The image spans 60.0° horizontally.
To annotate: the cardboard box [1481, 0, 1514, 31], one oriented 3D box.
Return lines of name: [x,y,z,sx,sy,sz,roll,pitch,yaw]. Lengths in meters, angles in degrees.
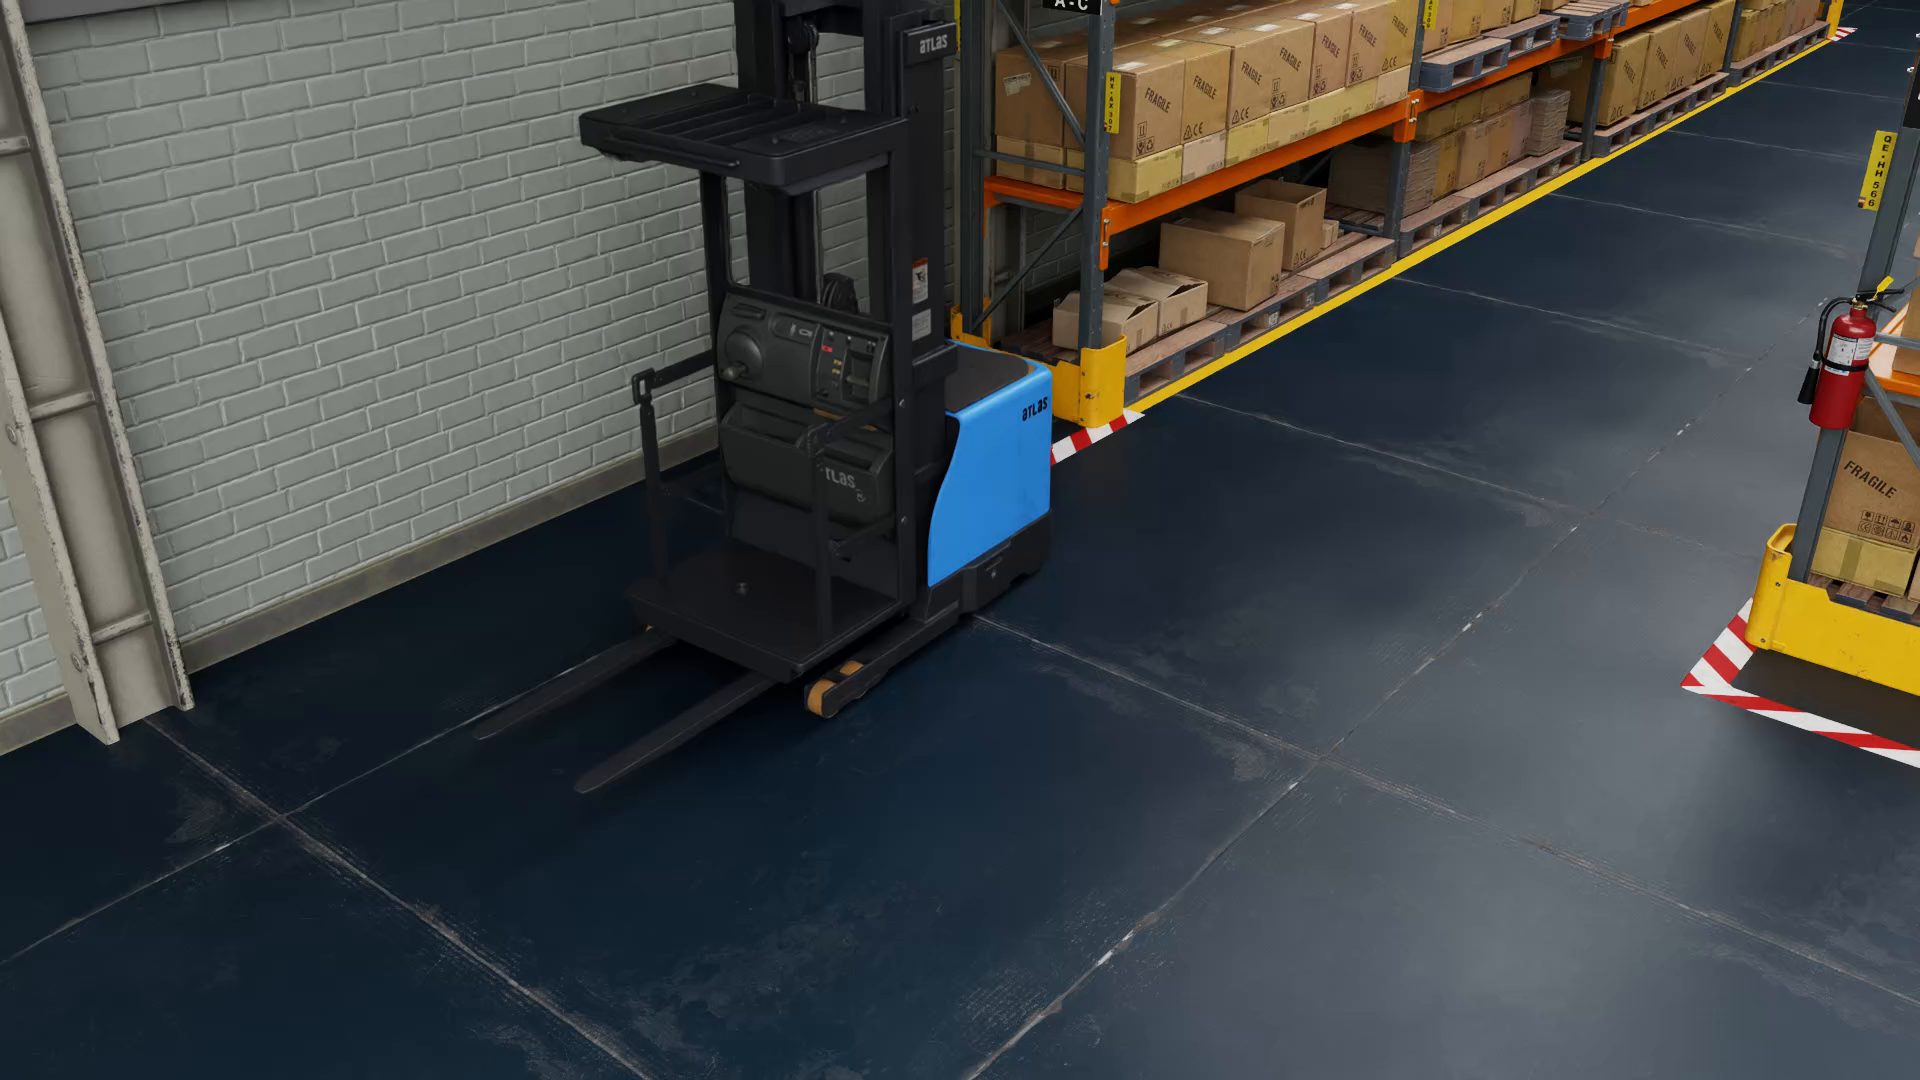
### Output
cardboard box: [4.074,-4.469,13.536,0.500,0.500,0.700,-23,35,-37]

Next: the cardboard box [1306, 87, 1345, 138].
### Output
cardboard box: [2.270,-2.948,11.326,0.500,0.250,0.500,21,34,34]

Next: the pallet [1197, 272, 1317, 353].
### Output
pallet: [1.793,-1.698,11.803,1.003,0.211,1.213,21,34,34]

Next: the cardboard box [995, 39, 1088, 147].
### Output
cardboard box: [0.560,-2.706,10.042,0.500,0.500,0.500,20,34,34]

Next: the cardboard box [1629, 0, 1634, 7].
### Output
cardboard box: [6.068,-5.071,15.539,0.380,0.149,0.250,21,34,35]

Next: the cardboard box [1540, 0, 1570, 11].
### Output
cardboard box: [4.887,-4.902,14.374,0.700,0.500,0.500,17,32,30]

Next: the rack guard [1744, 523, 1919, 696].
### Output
rack guard: [4.234,0.364,7.503,1.175,0.500,0.348,21,34,34]

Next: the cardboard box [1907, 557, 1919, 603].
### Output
cardboard box: [4.762,0.155,7.722,0.500,0.250,0.500,21,34,34]

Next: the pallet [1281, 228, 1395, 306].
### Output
pallet: [2.569,-2.133,12.643,1.003,0.211,1.213,21,34,34]

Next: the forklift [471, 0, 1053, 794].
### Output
forklift: [-0.816,-0.781,7.069,1.130,2.935,3.031,19,33,32]

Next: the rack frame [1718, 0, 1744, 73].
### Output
rack frame: [8.057,-6.456,17.965,1.000,3.000,0.127,21,34,34]

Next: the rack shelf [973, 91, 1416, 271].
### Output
rack shelf: [1.696,-2.591,11.277,1.077,0.370,4.000,21,34,34]

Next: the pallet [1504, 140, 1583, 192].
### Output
pallet: [5.015,-3.523,15.330,1.003,0.211,1.213,21,34,34]

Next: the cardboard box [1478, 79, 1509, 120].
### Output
cardboard box: [4.361,-3.818,14.291,0.500,0.250,0.500,21,34,34]

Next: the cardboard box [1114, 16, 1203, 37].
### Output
cardboard box: [1.213,-3.066,10.738,0.500,0.500,0.500,20,33,33]

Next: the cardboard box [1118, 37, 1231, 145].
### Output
cardboard box: [1.282,-2.731,10.089,0.500,0.500,0.500,21,34,35]

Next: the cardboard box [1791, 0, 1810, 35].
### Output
cardboard box: [9.915,-6.496,20.305,0.700,0.500,0.500,21,34,34]

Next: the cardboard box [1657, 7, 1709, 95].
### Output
cardboard box: [7.181,-5.103,17.233,0.750,0.750,0.750,22,35,36]

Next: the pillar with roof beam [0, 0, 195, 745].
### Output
pillar with roof beam: [-0.292,-1.982,2.787,9.100,9.000,0.400,21,34,34]

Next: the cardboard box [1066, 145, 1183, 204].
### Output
cardboard box: [0.980,-2.224,9.926,0.500,0.250,0.500,20,33,33]

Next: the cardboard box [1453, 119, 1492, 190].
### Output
cardboard box: [4.070,-3.338,14.179,0.700,0.500,0.500,21,34,35]

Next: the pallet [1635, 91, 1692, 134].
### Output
pallet: [6.849,-4.487,17.195,1.003,0.211,1.213,21,34,34]

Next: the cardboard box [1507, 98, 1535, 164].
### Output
cardboard box: [4.678,-3.704,14.887,0.700,0.500,0.500,21,34,34]

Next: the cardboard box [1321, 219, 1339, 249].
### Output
cardboard box: [2.651,-2.358,12.649,0.380,0.166,0.250,16,31,28]

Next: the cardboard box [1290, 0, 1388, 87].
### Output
cardboard box: [2.593,-3.458,11.496,0.500,0.500,0.500,21,34,34]

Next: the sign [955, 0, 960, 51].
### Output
sign: [0.009,-3.025,9.730,0.100,0.325,0.005,21,34,34]

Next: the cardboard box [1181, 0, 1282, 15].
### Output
cardboard box: [1.855,-3.432,11.445,0.500,0.500,0.500,22,34,36]

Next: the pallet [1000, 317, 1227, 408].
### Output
pallet: [1.017,-1.268,10.971,1.003,0.211,1.213,21,34,34]

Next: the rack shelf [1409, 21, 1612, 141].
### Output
rack shelf: [4.241,-4.009,14.018,1.077,0.370,4.000,21,34,34]

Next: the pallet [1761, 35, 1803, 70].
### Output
pallet: [9.377,-5.899,19.923,1.003,0.211,1.213,21,34,34]

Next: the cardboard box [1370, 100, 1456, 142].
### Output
cardboard box: [3.701,-3.461,13.601,0.500,0.250,0.500,20,33,33]

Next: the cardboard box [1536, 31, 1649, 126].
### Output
cardboard box: [6.082,-4.492,16.051,0.750,0.750,0.750,20,34,34]

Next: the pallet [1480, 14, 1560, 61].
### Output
pallet: [4.285,-4.239,13.888,1.003,0.211,1.213,21,34,34]

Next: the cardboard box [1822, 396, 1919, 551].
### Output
cardboard box: [4.361,-0.330,7.844,0.500,0.500,0.500,21,34,34]

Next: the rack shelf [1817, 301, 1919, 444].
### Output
rack shelf: [5.521,-1.145,8.481,1.077,0.370,4.000,21,34,34]

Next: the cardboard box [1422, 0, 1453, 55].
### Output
cardboard box: [3.319,-4.030,12.688,0.700,0.500,0.500,21,34,35]

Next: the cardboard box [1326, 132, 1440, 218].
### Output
cardboard box: [3.424,-2.971,13.469,0.700,0.500,0.500,22,35,36]

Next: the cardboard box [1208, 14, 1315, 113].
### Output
cardboard box: [1.935,-3.098,10.800,0.500,0.500,0.500,22,35,36]

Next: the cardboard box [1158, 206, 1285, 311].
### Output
cardboard box: [1.802,-1.953,11.503,0.700,0.500,0.500,18,33,31]

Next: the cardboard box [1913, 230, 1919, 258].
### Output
cardboard box: [4.345,-1.279,7.142,0.380,0.149,0.250,20,33,34]

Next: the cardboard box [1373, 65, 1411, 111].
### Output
cardboard box: [2.901,-3.305,12.016,0.500,0.250,0.500,21,34,35]

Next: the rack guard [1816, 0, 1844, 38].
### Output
rack guard: [10.617,-6.773,21.297,1.175,0.500,0.348,21,34,34]

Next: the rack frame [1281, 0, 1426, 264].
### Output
rack frame: [2.969,-3.620,12.482,1.000,3.000,0.127,21,34,34]

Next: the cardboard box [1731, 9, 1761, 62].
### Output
cardboard box: [8.612,-5.768,18.898,0.700,0.500,0.500,21,34,35]

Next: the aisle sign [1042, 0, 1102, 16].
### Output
aisle sign: [0.610,-3.243,8.925,0.394,0.787,0.004,21,34,34]

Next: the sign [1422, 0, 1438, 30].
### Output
sign: [3.392,-3.848,11.982,0.100,0.325,0.005,21,34,34]

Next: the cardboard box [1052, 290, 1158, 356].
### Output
cardboard box: [0.934,-1.422,10.681,0.500,0.311,0.500,17,32,29]

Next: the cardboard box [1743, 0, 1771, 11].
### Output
cardboard box: [8.971,-6.124,18.880,0.380,0.149,0.250,22,35,36]

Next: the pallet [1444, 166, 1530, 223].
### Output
pallet: [4.238,-3.092,14.497,1.003,0.211,1.213,21,34,34]

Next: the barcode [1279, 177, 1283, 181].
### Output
barcode: [2.440,-2.726,12.648,0.001,0.075,0.075,21,34,34]

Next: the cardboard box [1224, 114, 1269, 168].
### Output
cardboard box: [1.628,-2.591,10.636,0.500,0.250,0.500,20,34,34]

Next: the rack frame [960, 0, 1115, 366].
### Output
rack frame: [0.424,-2.201,9.741,1.000,3.000,0.127,21,34,34]

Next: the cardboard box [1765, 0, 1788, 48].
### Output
cardboard box: [9.262,-6.126,19.591,0.700,0.500,0.500,22,34,36]
